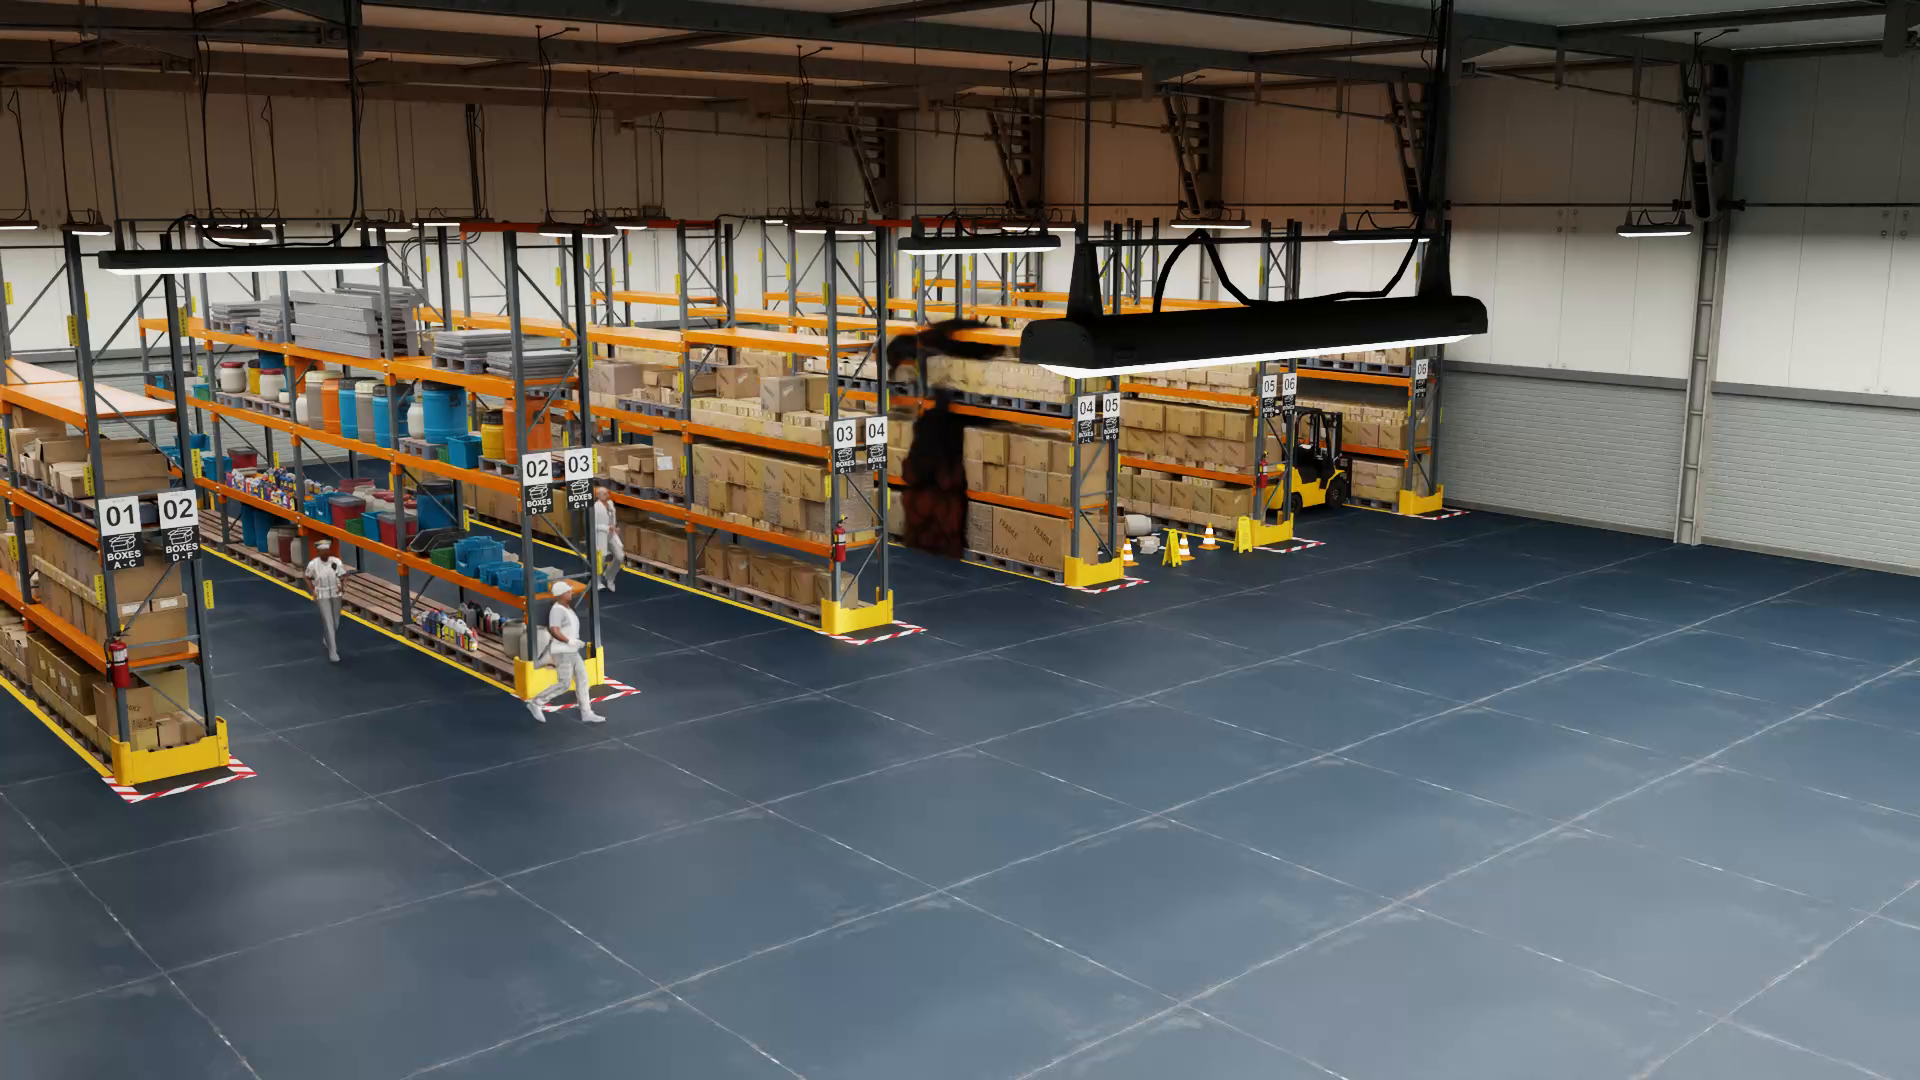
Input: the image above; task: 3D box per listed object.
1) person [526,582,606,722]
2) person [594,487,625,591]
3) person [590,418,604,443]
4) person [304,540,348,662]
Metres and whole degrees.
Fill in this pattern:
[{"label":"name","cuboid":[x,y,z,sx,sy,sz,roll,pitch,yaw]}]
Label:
[{"label":"person","cuboid":[-4.870,1.381,20.570,0.953,1.742,0.730,-1,11,-4]},{"label":"person","cuboid":[-5.840,-0.005,27.444,0.838,1.771,0.672,10,15,40]},{"label":"person","cuboid":[-7.961,-1.729,35.911,0.735,1.843,0.631,11,16,44]},{"label":"person","cuboid":[-8.914,0.809,23.483,0.573,1.691,0.821,-7,14,-32]}]
